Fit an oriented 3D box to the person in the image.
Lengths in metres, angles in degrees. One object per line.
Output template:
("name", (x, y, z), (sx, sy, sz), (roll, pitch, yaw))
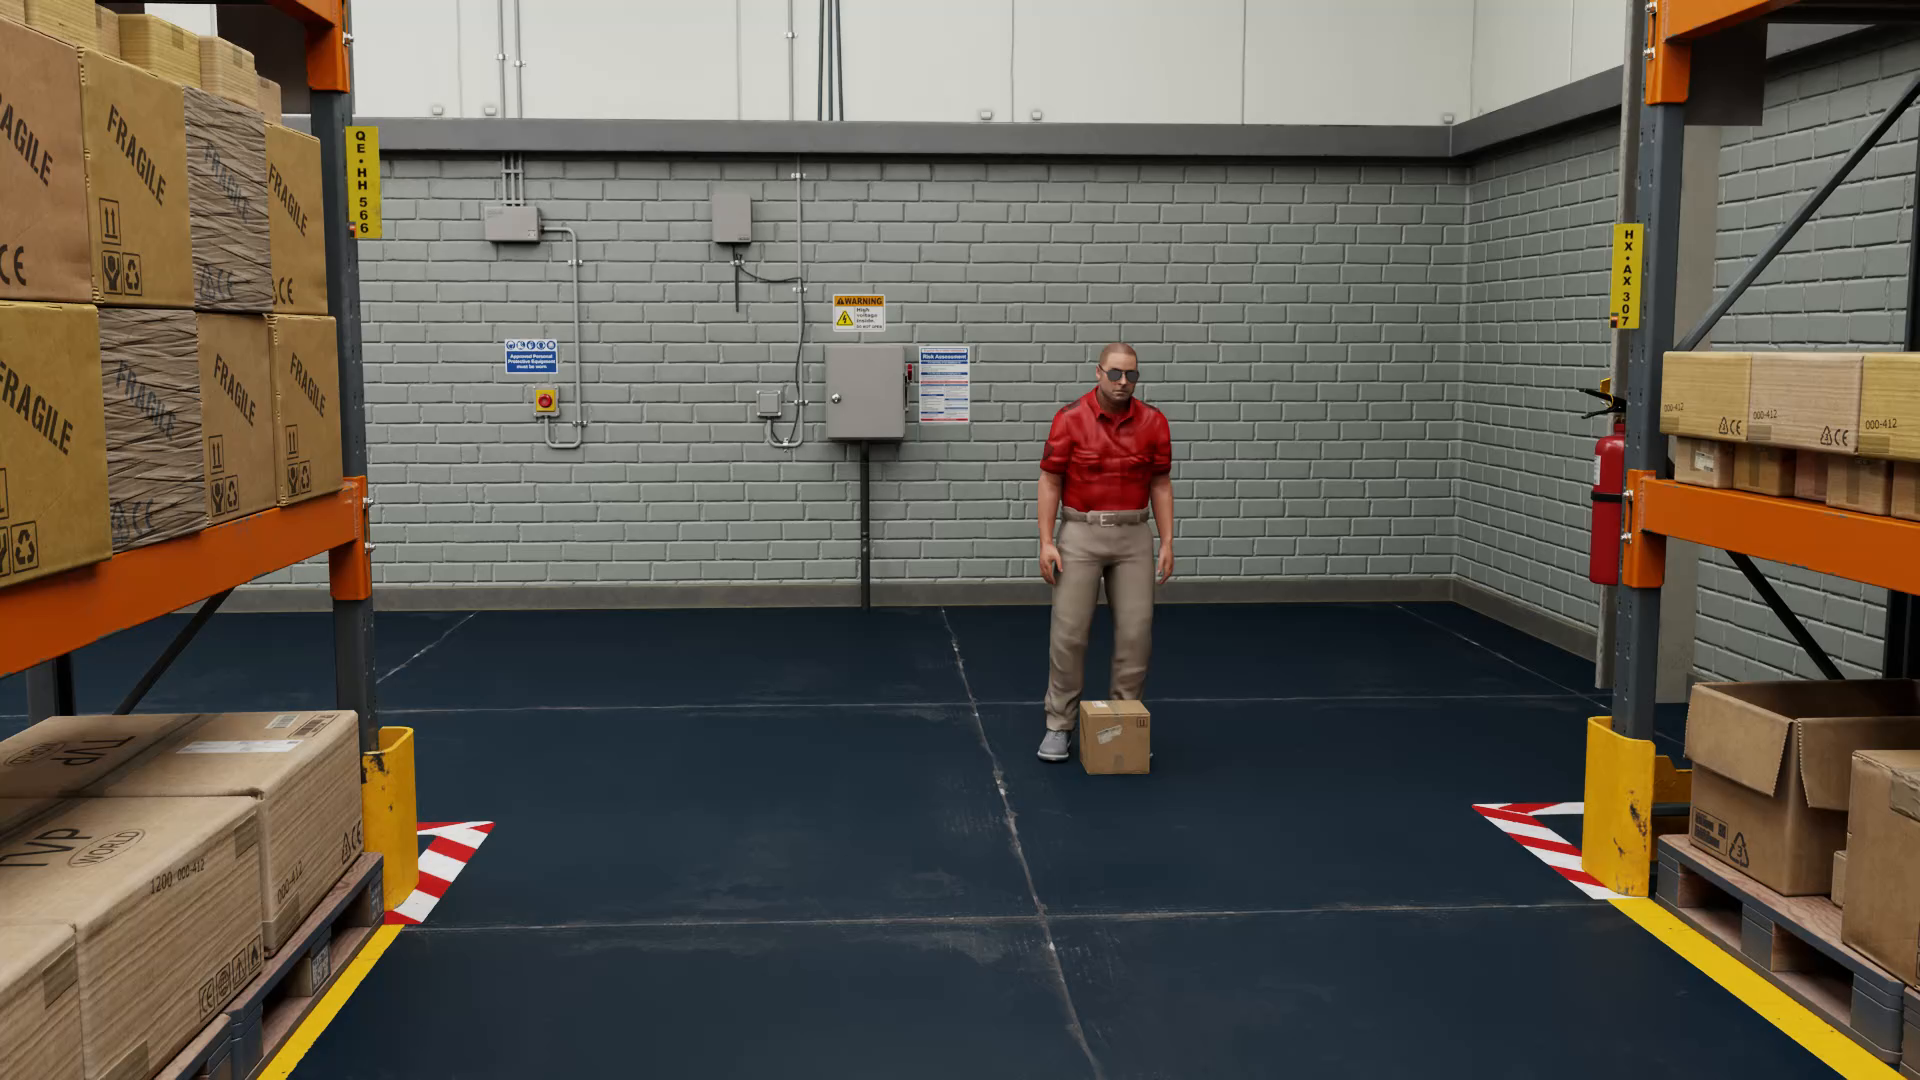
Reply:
("person", (0.613, 0.043, 6.941), (0.599, 1.726, 0.436), (-1, 7, -7))
